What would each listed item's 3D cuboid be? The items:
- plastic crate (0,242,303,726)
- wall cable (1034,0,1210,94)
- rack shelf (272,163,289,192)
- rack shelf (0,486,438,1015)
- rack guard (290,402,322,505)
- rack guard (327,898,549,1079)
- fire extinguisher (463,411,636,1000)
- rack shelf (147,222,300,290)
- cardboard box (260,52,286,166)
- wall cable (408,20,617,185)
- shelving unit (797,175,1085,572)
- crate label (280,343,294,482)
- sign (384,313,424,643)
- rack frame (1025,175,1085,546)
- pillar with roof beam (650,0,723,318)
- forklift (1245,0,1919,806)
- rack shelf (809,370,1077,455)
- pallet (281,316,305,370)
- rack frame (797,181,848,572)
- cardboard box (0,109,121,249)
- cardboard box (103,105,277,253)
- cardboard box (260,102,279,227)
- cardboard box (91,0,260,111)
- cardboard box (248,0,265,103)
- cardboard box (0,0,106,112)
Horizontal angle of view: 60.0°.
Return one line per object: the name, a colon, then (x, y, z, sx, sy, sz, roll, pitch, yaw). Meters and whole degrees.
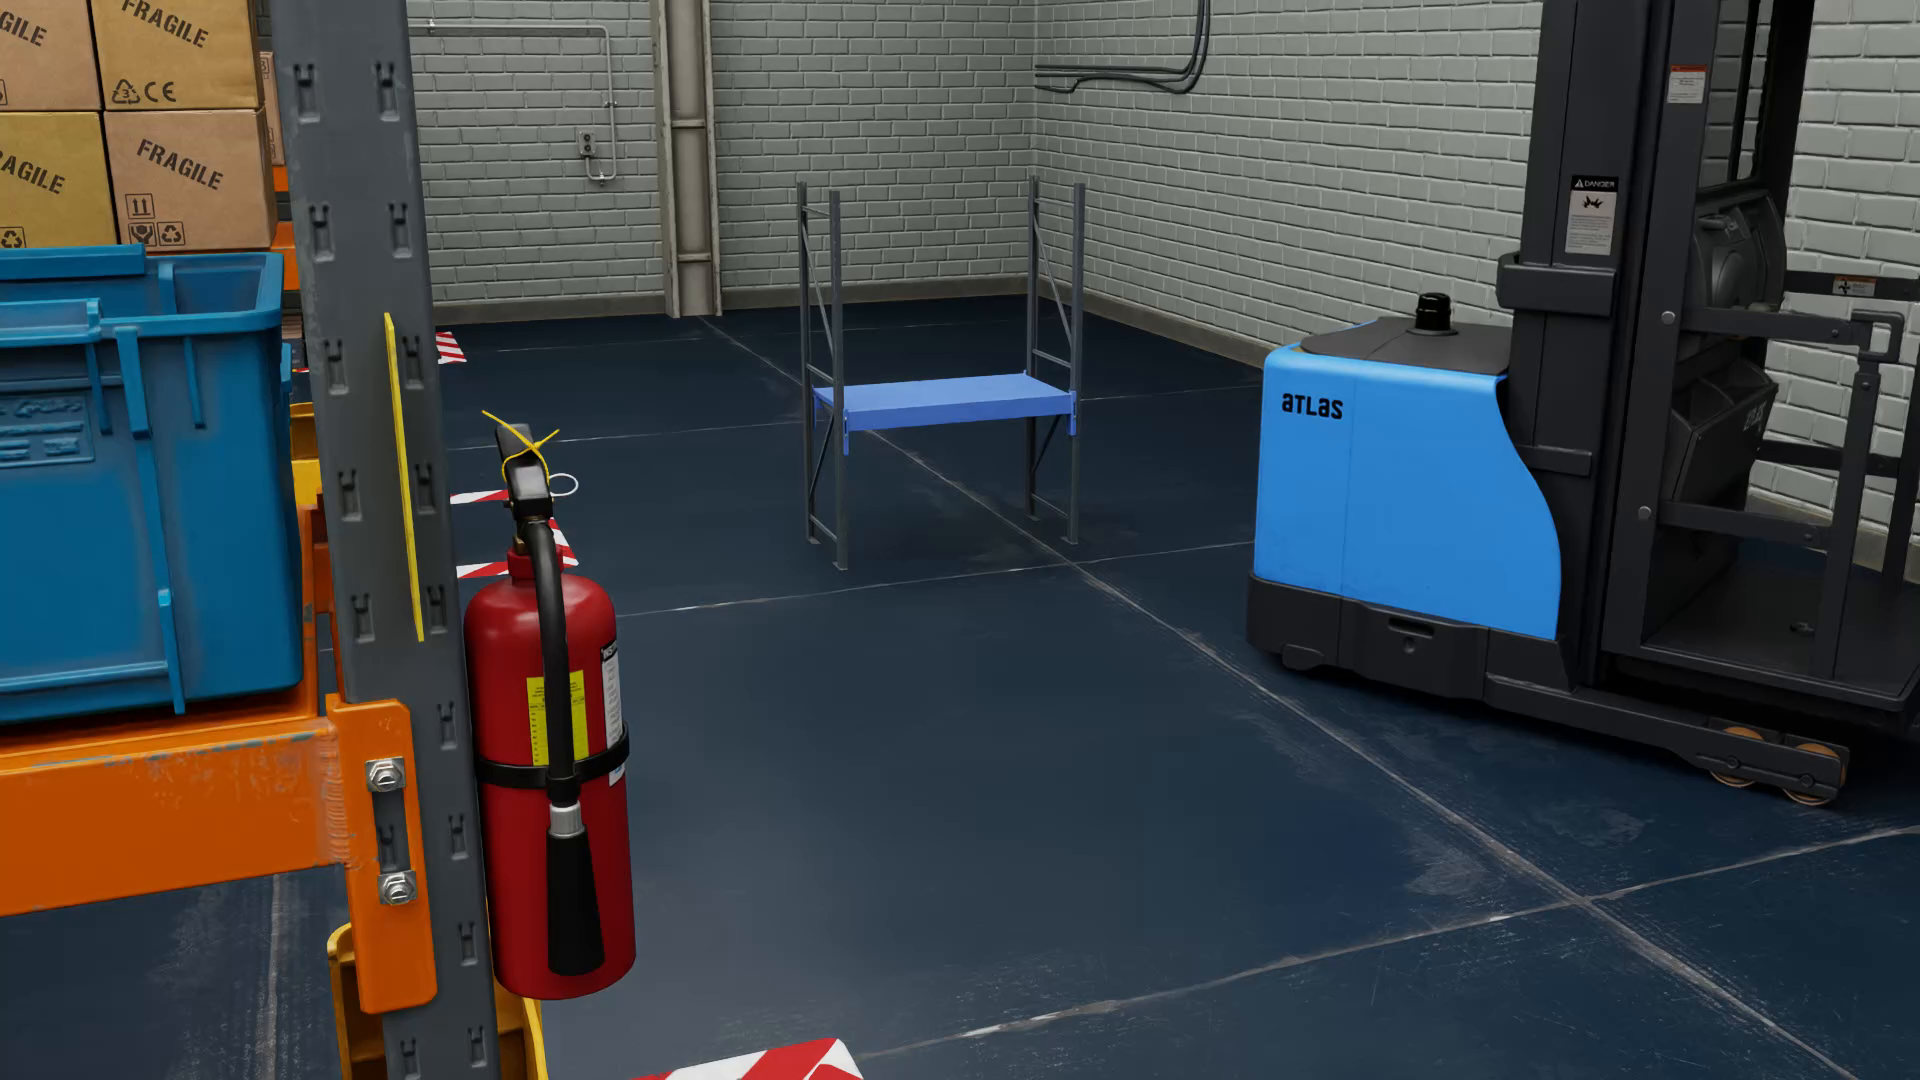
plastic crate: (-1.026, -0.091, 1.915, 0.499, 0.435, 0.616, -6, 17, -20)
wall cable: (1.084, -4.600, 12.301, 0.112, 2.526, 3.097, -6, 17, -20)
rack shelf: (-6.193, -2.188, 10.502, 4.000, 0.370, 1.077, -6, 17, -20)
rack shelf: (-2.648, 0.419, 1.626, 4.000, 0.370, 1.077, -6, 17, -20)
rack guard: (-2.621, -0.225, 6.976, 0.348, 0.500, 1.175, -6, 17, -20)
rack guard: (-0.763, 1.065, 2.583, 0.348, 0.500, 1.175, -6, 17, -20)
fire extinguisher: (-0.477, 0.192, 1.919, 0.183, 0.674, 0.296, -6, 17, -20)
rack shelf: (-4.417, -0.885, 6.065, 4.000, 0.370, 1.077, -6, 17, -20)
cardboard box: (-4.798, -2.825, 10.861, 0.700, 0.700, 0.980, -5, 17, -18)
wall cable: (-3.468, -3.600, 12.231, 1.851, 1.984, 0.084, -6, 17, -20)
shelving unit: (-0.080, -0.711, 6.858, 1.048, 1.500, 0.538, -6, 17, -20)
crate label: (-1.129, -0.138, 2.436, 0.303, 0.233, 0.416, -6, 17, -20)
sign: (-0.569, -0.063, 1.701, 0.005, 0.325, 0.100, -6, 17, -20)
rack frame: (0.395, -0.762, 7.032, 0.032, 1.500, 0.500, -6, 17, -20)
pillar with roof beam: (-0.573, -4.980, 8.087, 0.400, 9.000, 9.100, -6, 17, -20)
forklift: (2.447, -0.841, 4.761, 3.031, 2.935, 1.130, 12, 20, 36)
rack shelf: (-0.080, -0.538, 6.908, 1.000, 0.185, 0.538, -6, 17, -20)
pallet: (-5.044, -1.296, 11.135, 1.213, 0.211, 1.003, -6, 17, -20)
rack frame: (-0.554, -0.660, 6.683, 0.032, 1.500, 0.500, -6, 17, -20)
cardboard box: (-3.354, -1.310, 6.057, 0.500, 0.500, 0.500, -6, 17, -20)
cardboard box: (-2.870, -1.363, 6.238, 0.500, 0.500, 0.500, -6, 17, -18)
cardboard box: (-3.058, -1.504, 6.720, 0.500, 0.500, 0.500, -6, 17, -19)
cardboard box: (-2.867, -1.842, 6.096, 0.500, 0.500, 0.500, -6, 18, -21)
cardboard box: (-3.058, -1.984, 6.579, 0.500, 0.500, 0.500, -6, 17, -18)
cardboard box: (-3.338, -1.791, 5.922, 0.500, 0.500, 0.500, -6, 17, -19)
